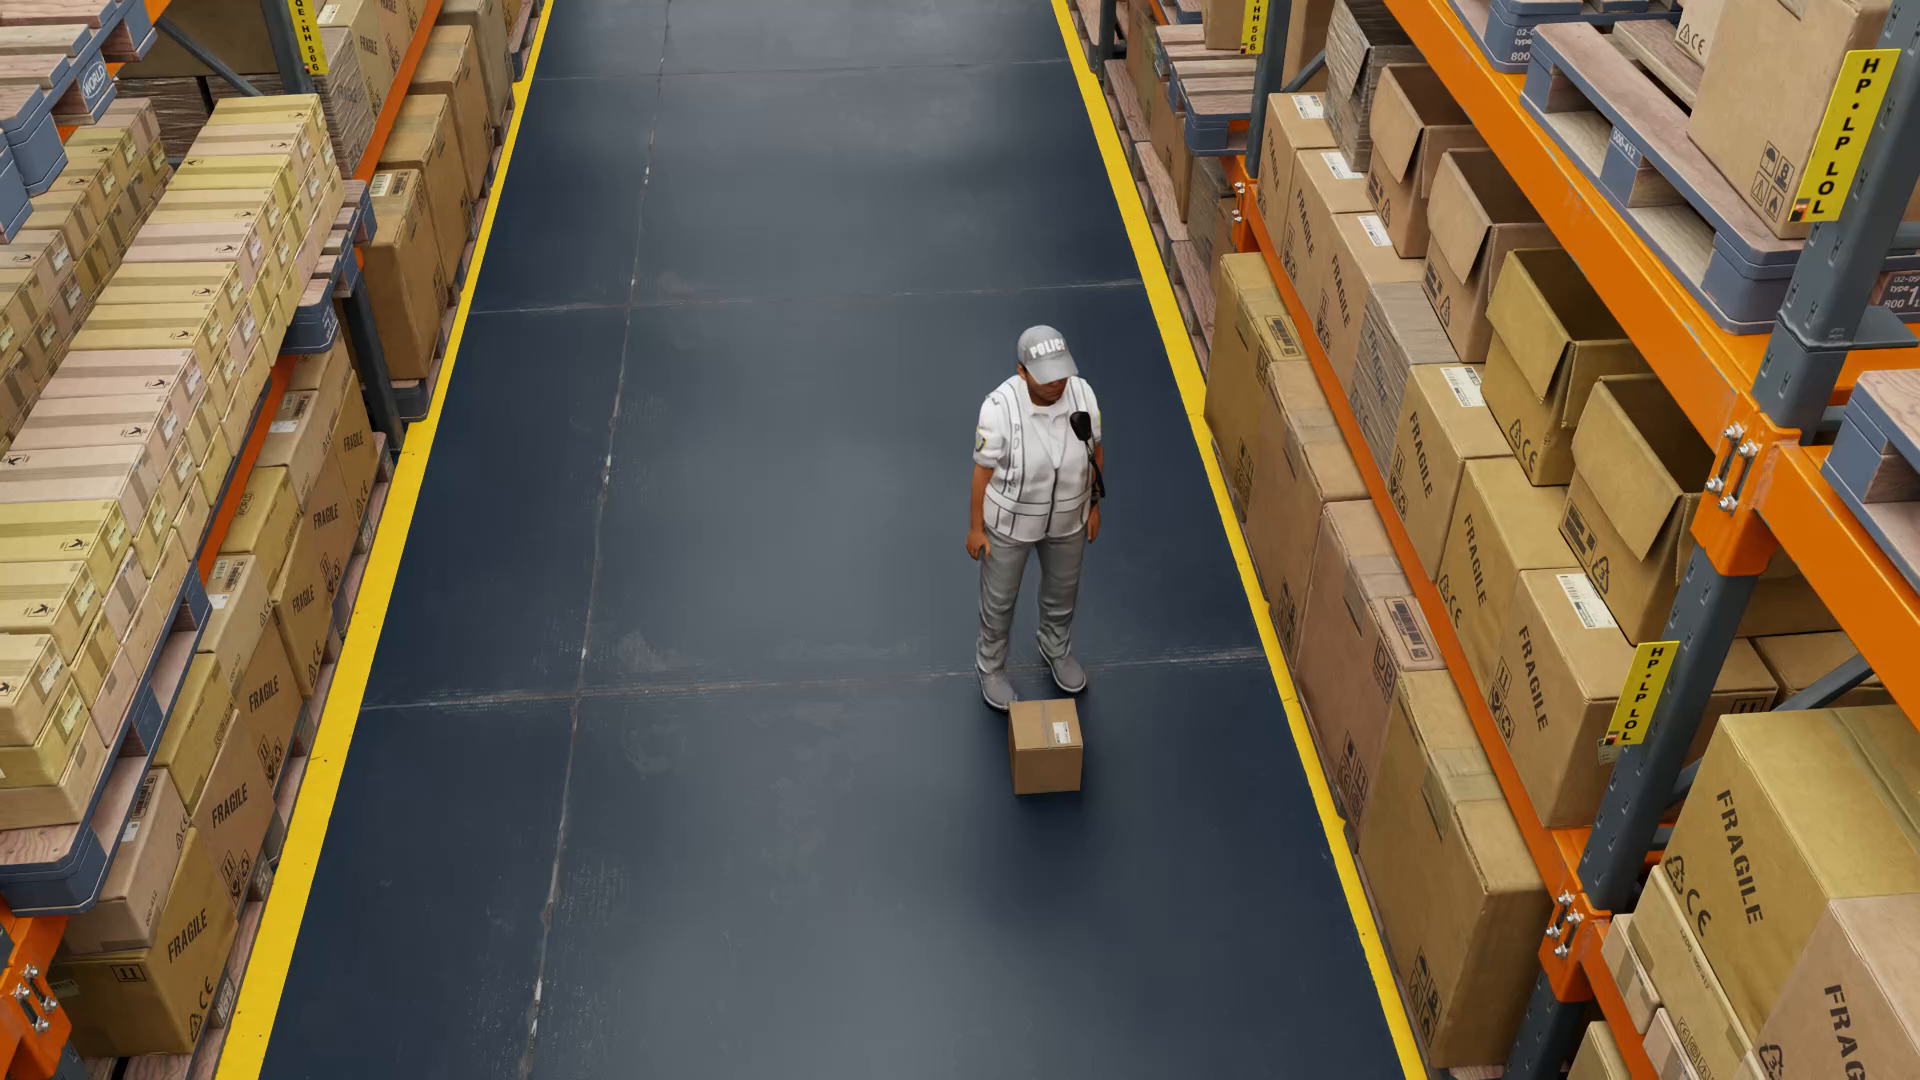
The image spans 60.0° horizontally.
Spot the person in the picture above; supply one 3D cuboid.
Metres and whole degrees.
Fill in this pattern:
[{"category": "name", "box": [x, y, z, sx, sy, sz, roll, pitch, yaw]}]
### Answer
[{"category": "person", "box": [0.280, -0.084, 6.226, 0.533, 1.669, 0.391, -9, 40, -11]}]
